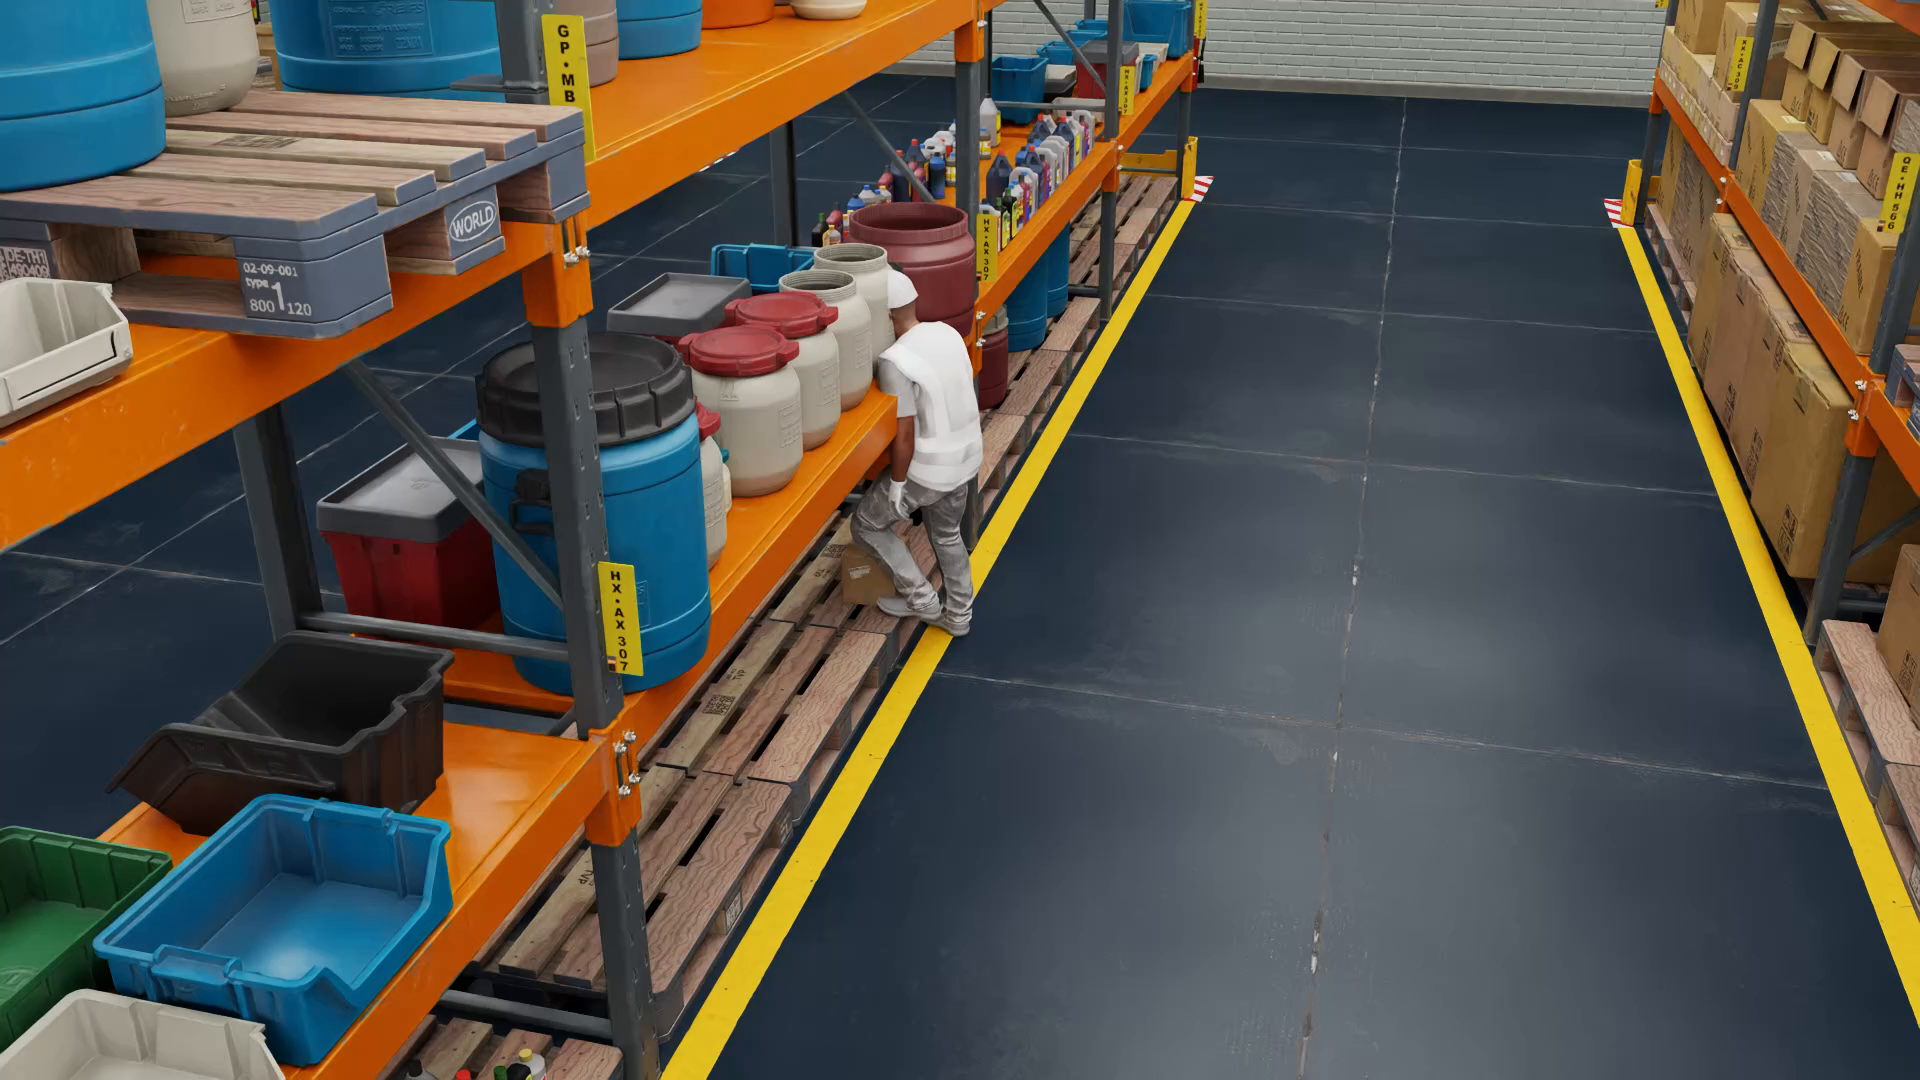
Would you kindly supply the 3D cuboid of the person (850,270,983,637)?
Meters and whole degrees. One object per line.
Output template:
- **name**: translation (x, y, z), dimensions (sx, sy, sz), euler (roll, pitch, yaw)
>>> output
- **person**: translation (-0.182, -0.326, 7.319), dimensions (0.541, 1.750, 0.617), euler (15, 29, 28)
